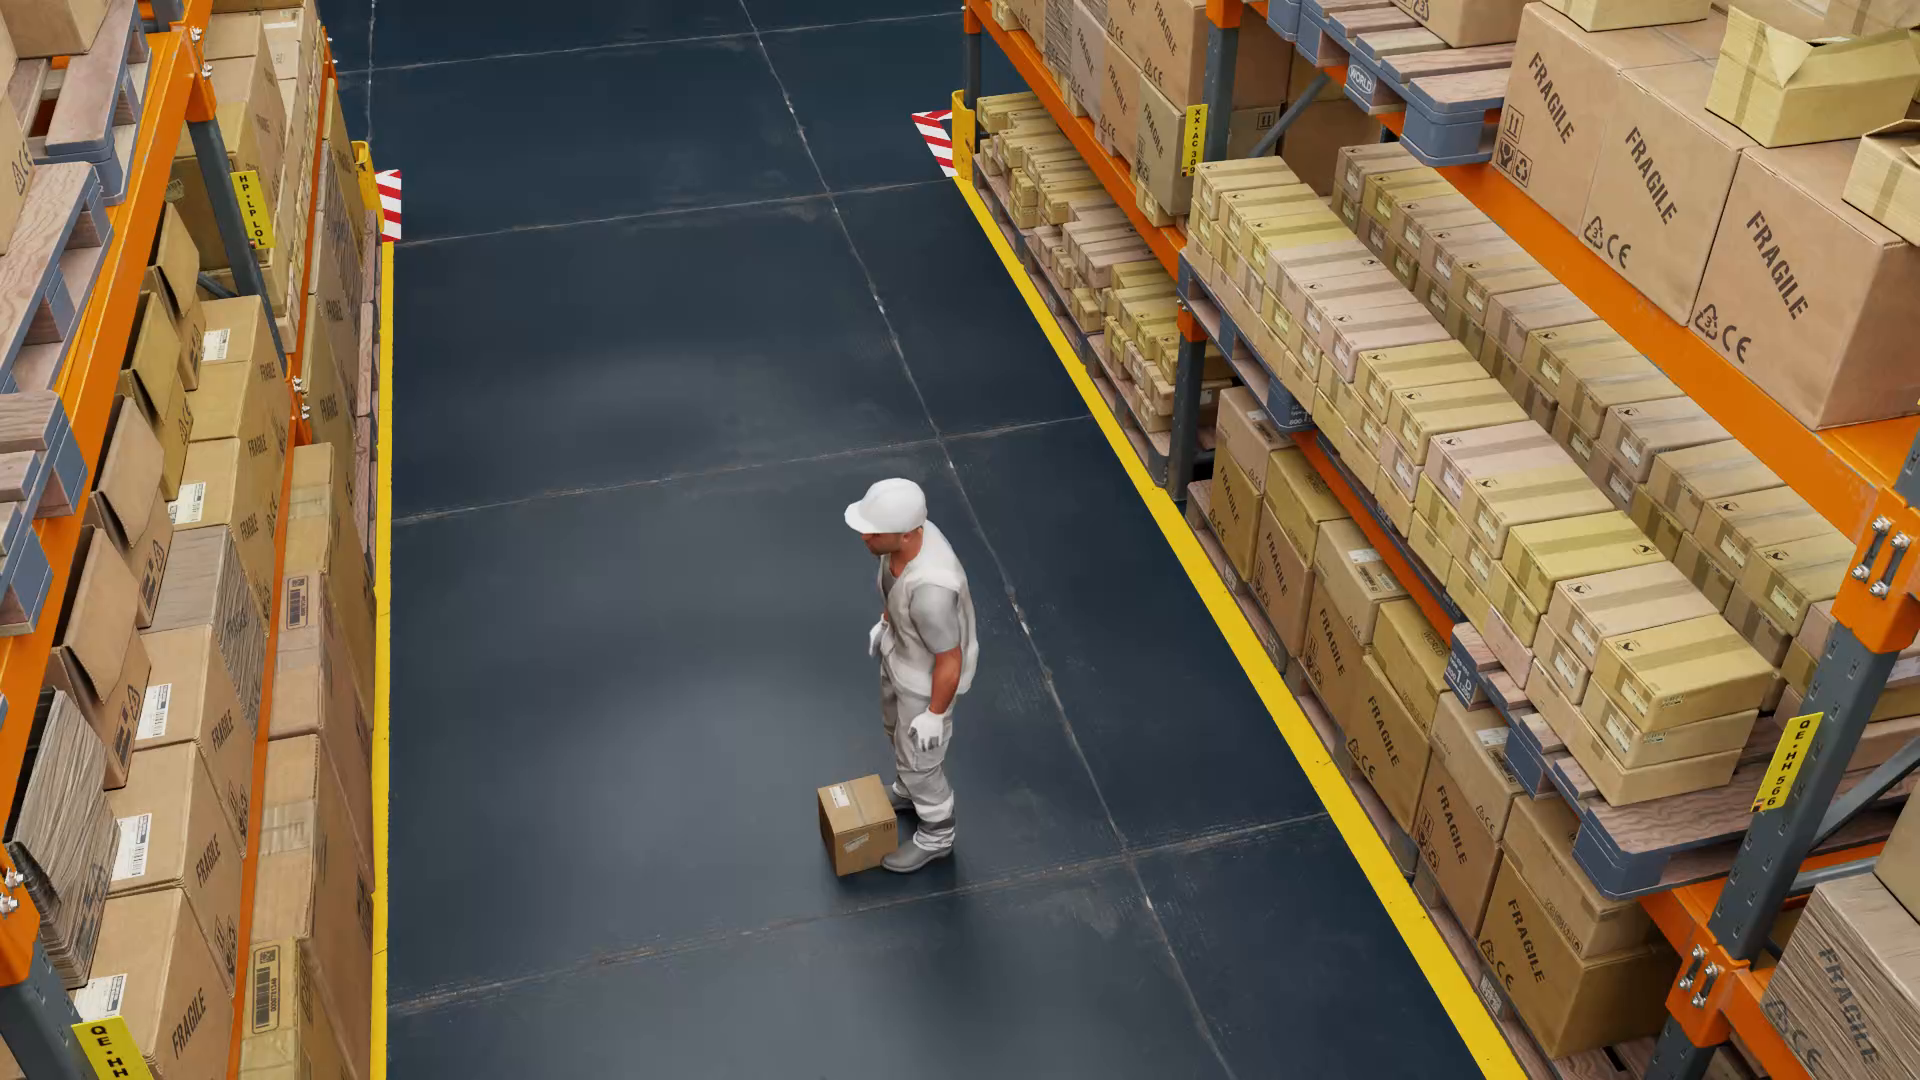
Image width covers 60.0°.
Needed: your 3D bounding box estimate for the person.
[{"bbox_3d":[-0.177,0.486,6.076,0.449,1.779,0.619,-12,39,-14],"label":"person"}]
